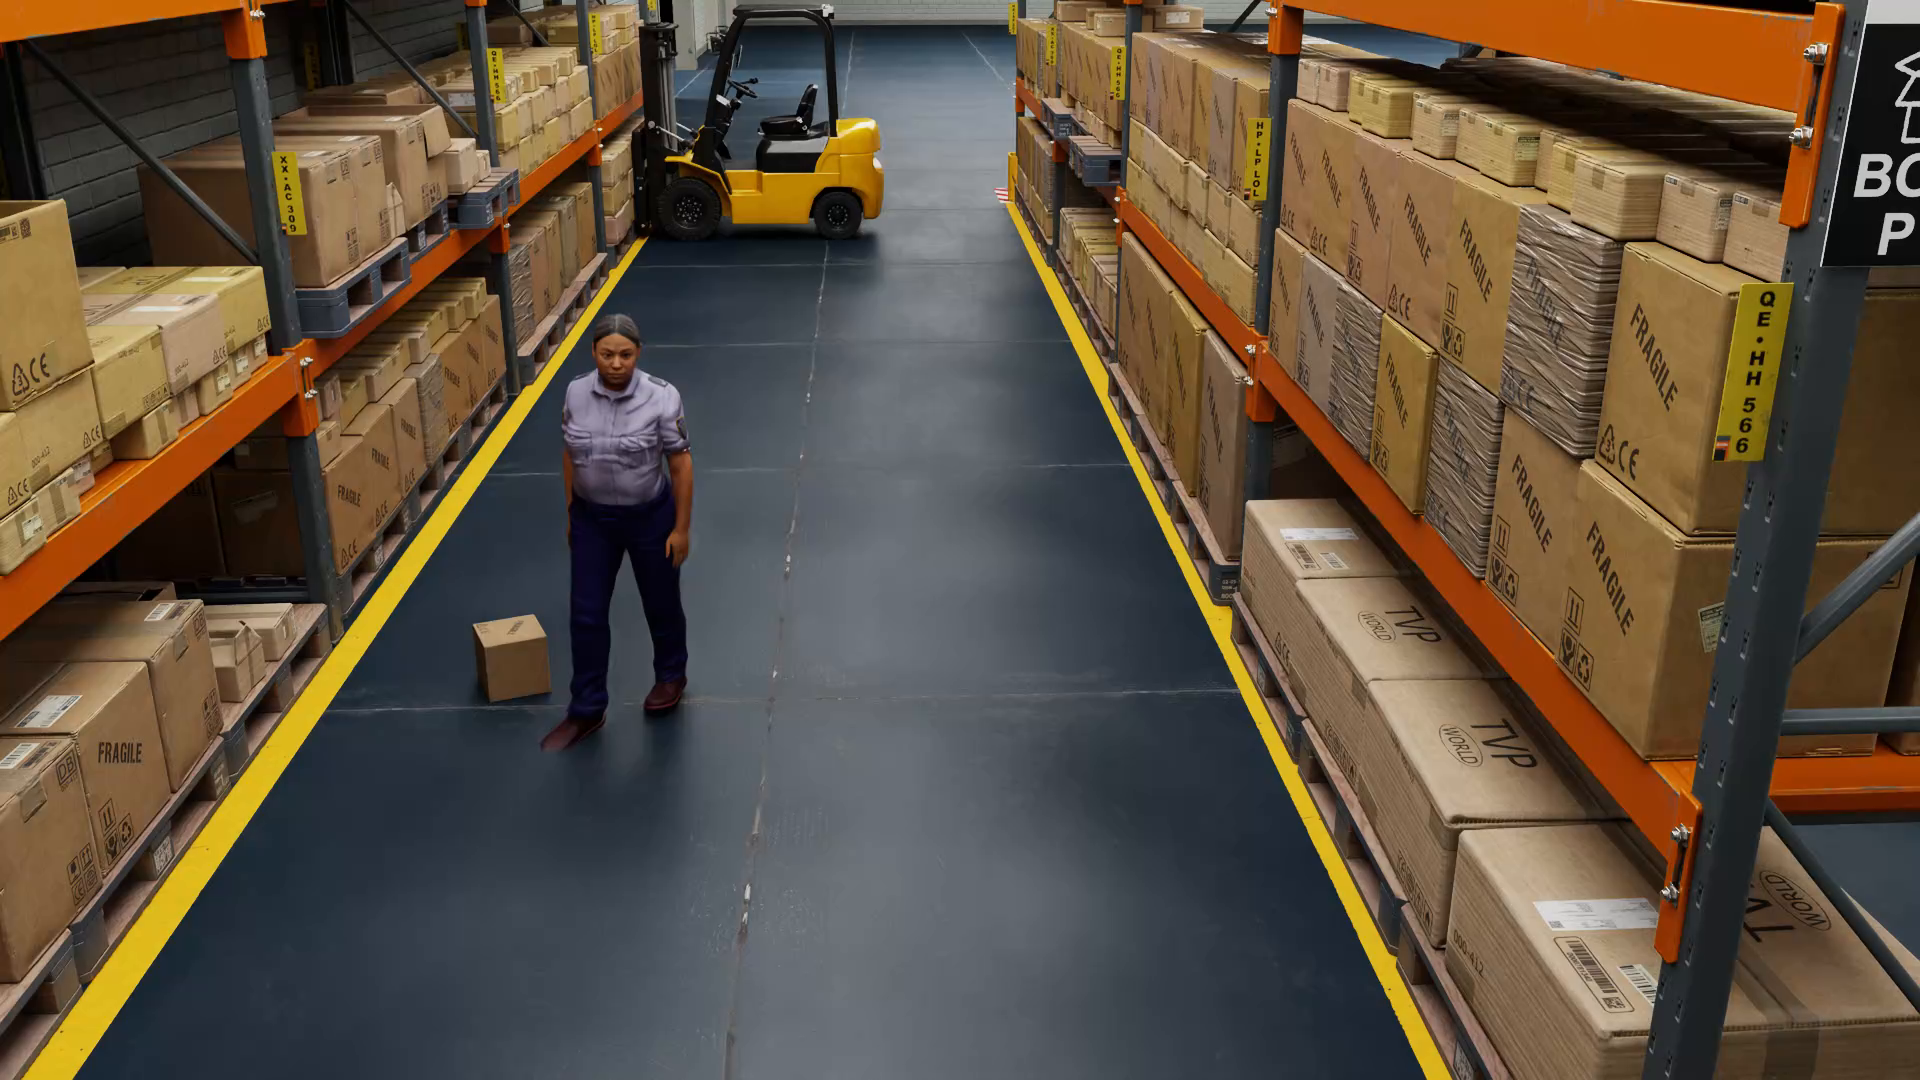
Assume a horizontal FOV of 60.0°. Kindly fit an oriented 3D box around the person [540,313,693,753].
[{"bbox_3d":[-1.280,-0.043,6.264,0.606,1.684,0.604,2,21,5],"label":"person"}]
